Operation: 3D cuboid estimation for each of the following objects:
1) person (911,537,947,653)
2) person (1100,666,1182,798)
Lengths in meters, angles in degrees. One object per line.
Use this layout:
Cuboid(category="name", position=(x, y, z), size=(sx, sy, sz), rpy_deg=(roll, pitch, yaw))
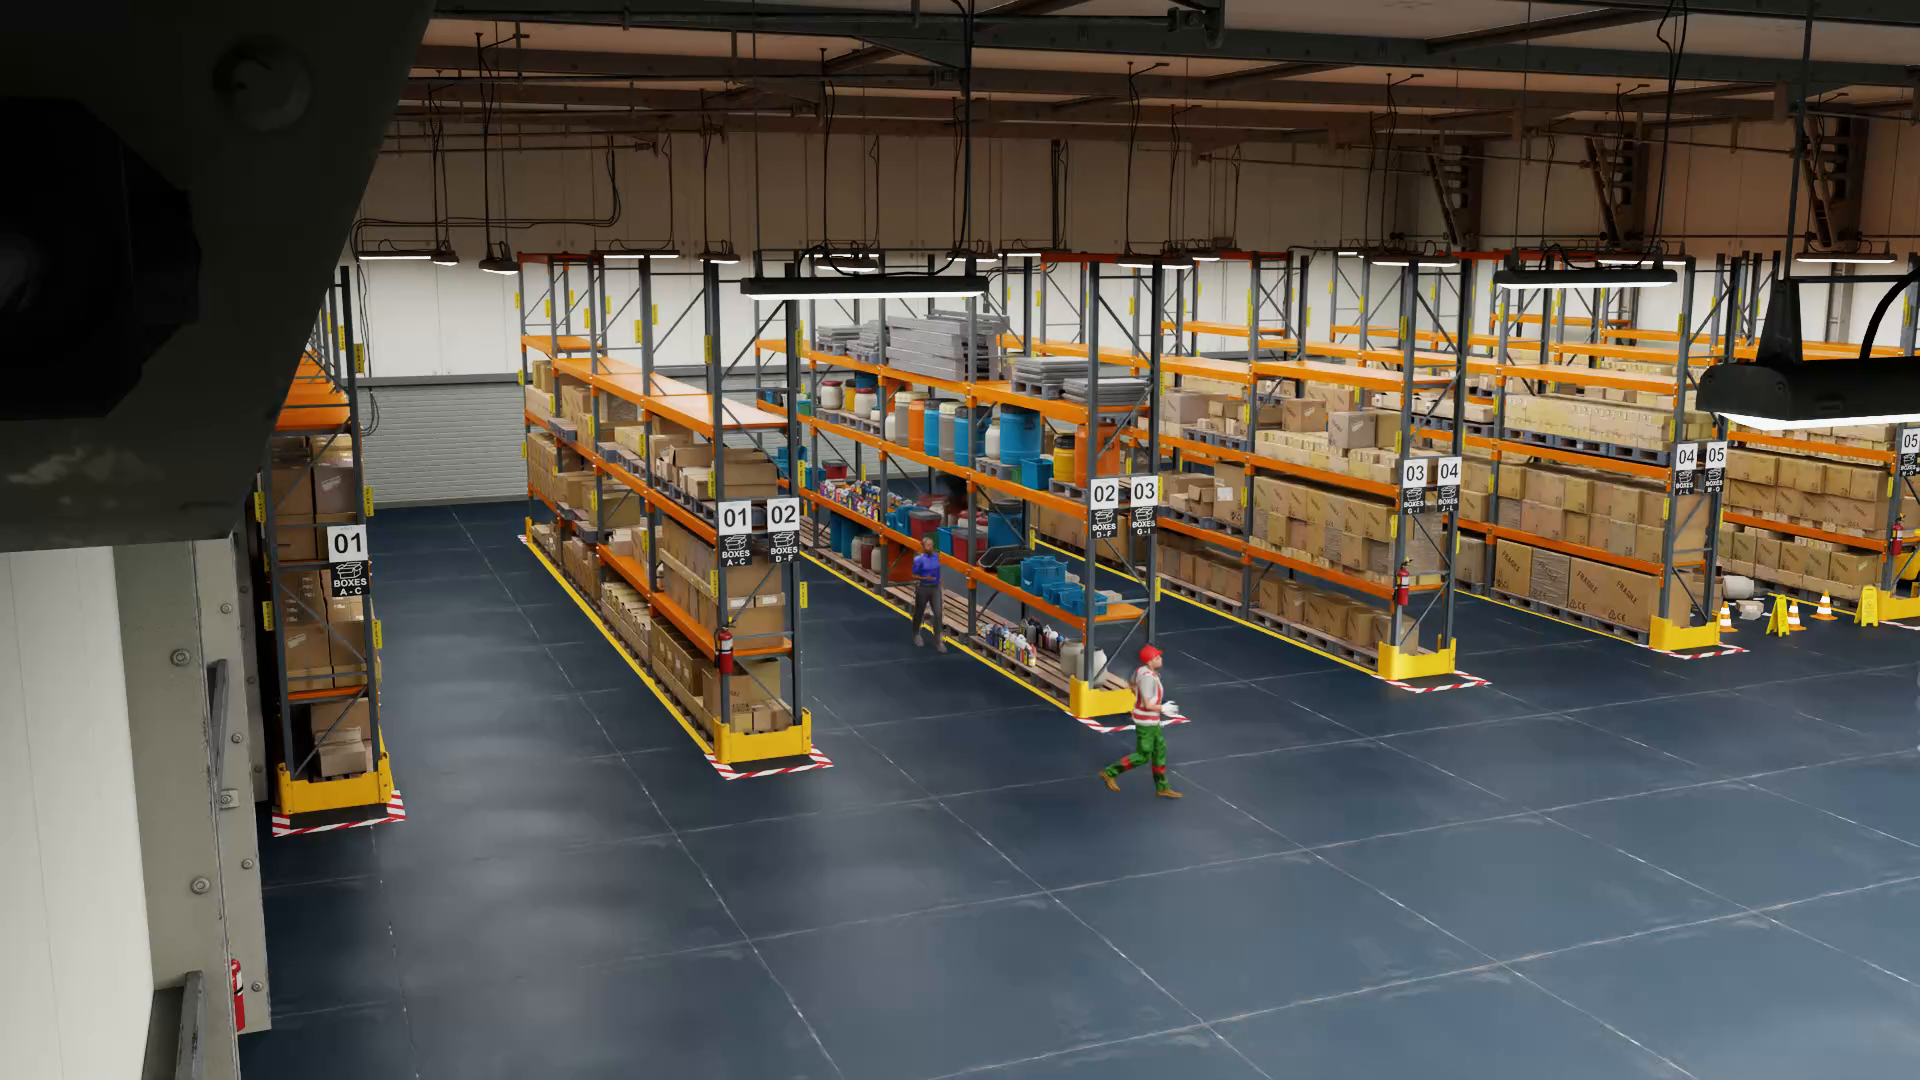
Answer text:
Cuboid(category="person", position=(-0.463, 0.805, 24.645), size=(0.576, 1.680, 0.888), rpy_deg=(-5, 12, -26))
Cuboid(category="person", position=(2.068, 2.171, 18.904), size=(0.951, 1.555, 0.517), rpy_deg=(1, 10, 3))
